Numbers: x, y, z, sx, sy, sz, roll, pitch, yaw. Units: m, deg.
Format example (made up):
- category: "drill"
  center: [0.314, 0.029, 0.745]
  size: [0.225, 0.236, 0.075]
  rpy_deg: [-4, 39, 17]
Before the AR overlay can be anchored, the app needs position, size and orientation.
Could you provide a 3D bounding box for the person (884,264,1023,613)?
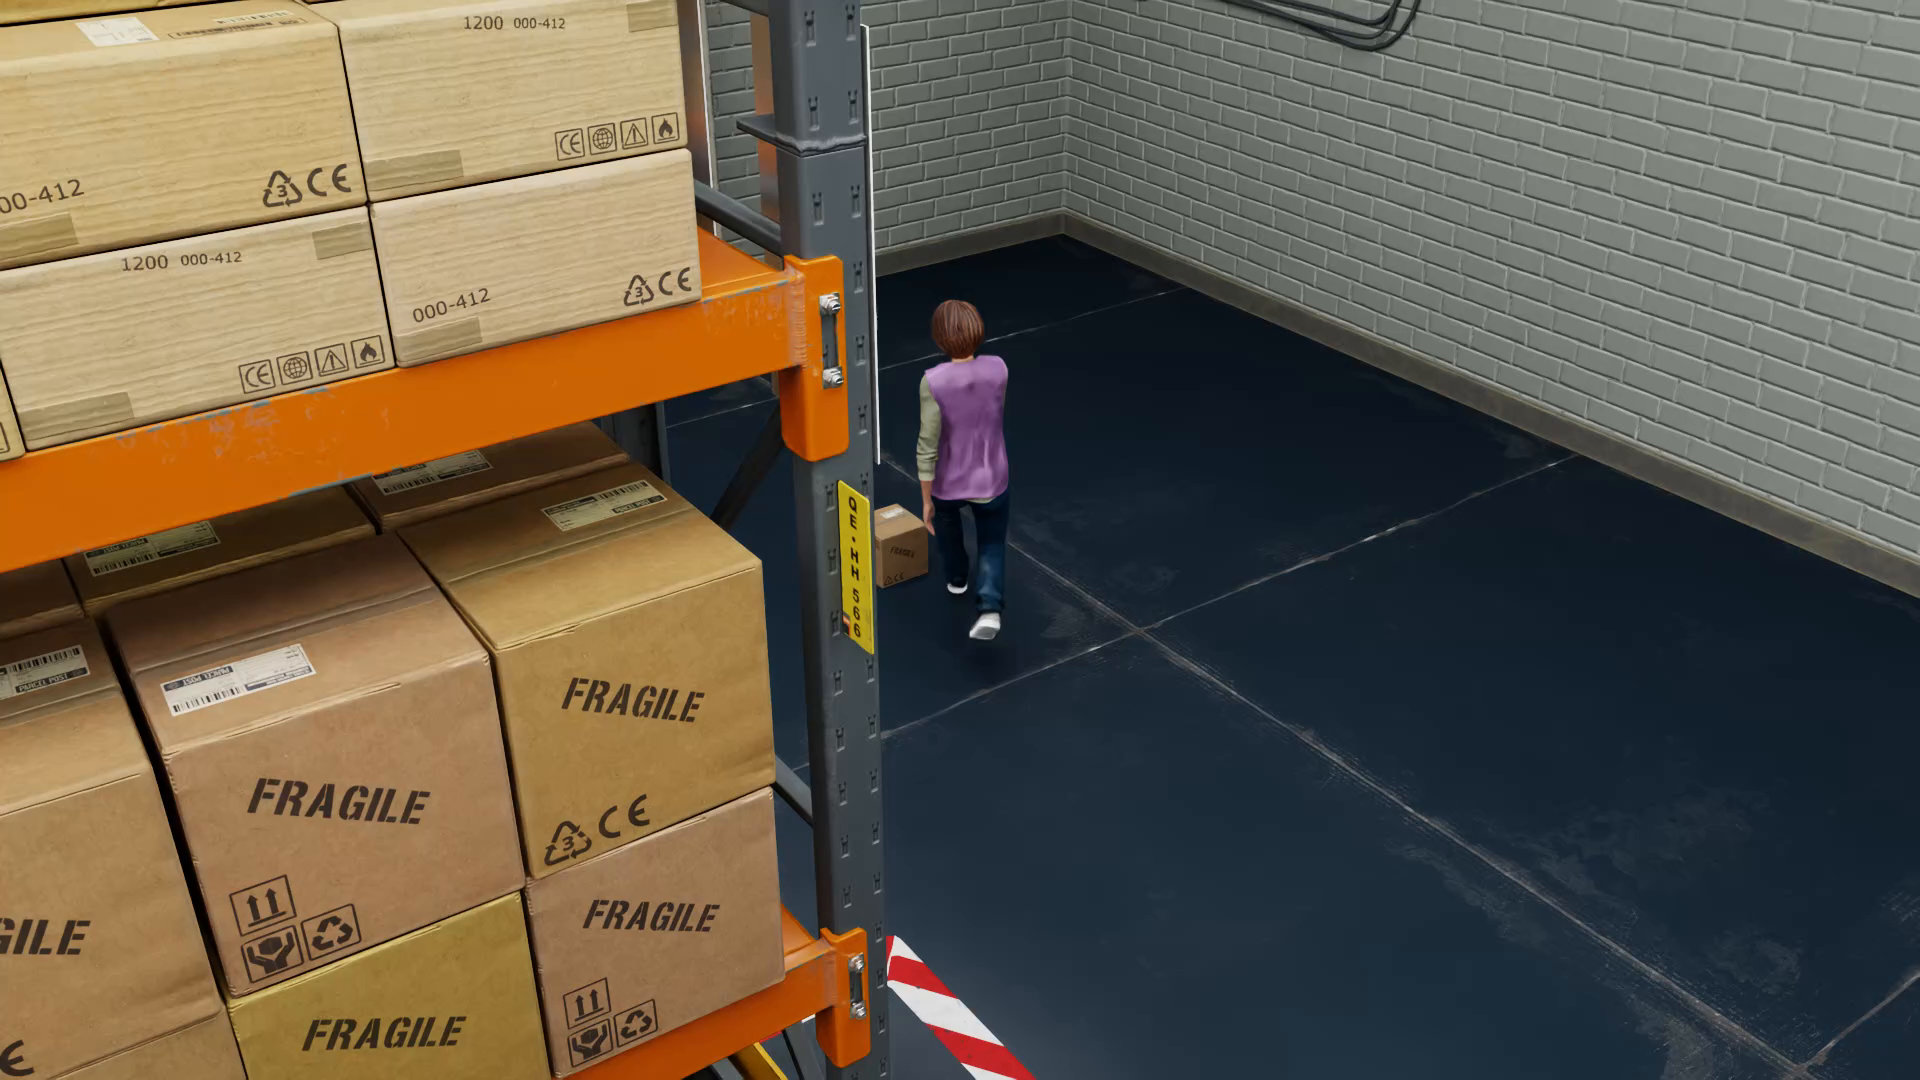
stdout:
- category: "person"
  center: [-0.037, -0.411, 6.860]
  size: [0.609, 1.592, 0.457]
  rpy_deg: [-13, 31, -21]
